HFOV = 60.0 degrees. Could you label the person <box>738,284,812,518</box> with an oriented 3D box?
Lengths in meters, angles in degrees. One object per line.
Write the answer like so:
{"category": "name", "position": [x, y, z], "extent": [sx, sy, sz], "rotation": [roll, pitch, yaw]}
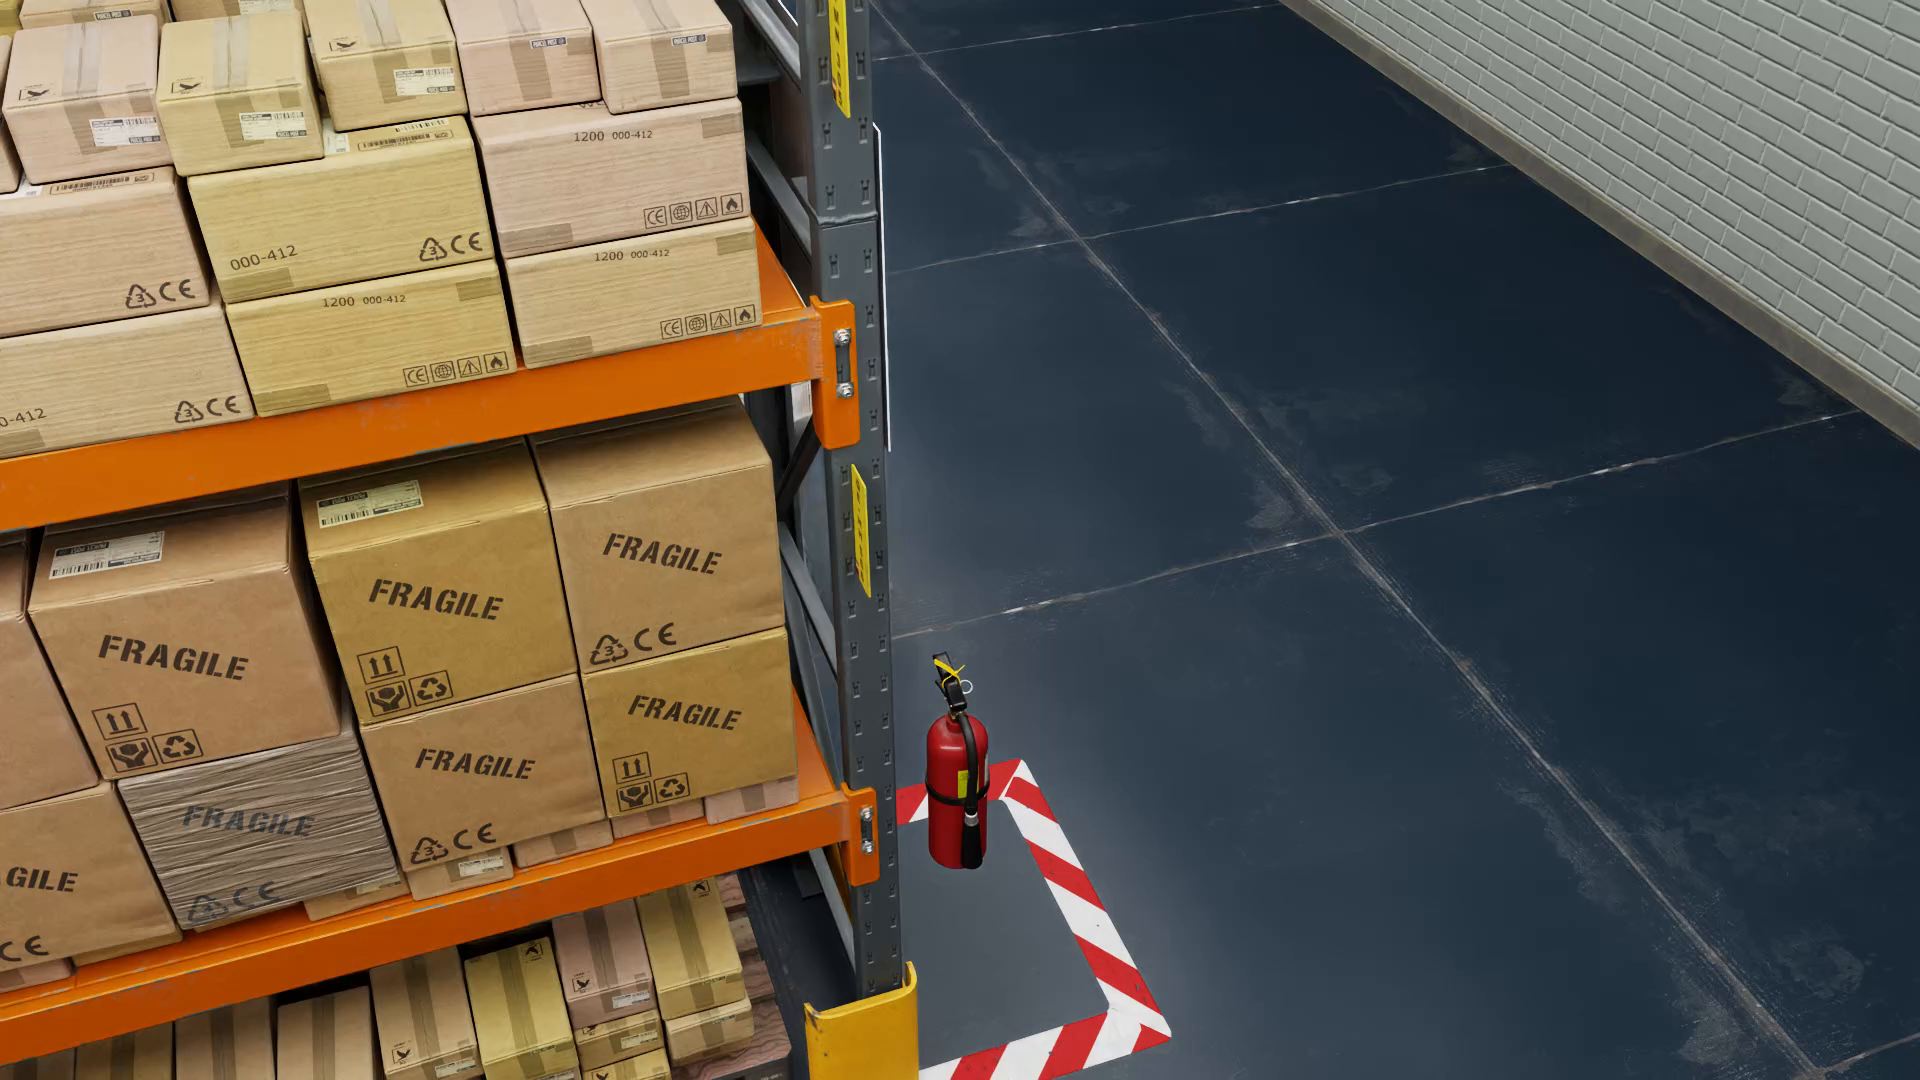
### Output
{"category": "person", "position": [-0.800, -0.549, 6.834], "extent": [0.503, 1.644, 0.739], "rotation": [-18, 41, -21]}
